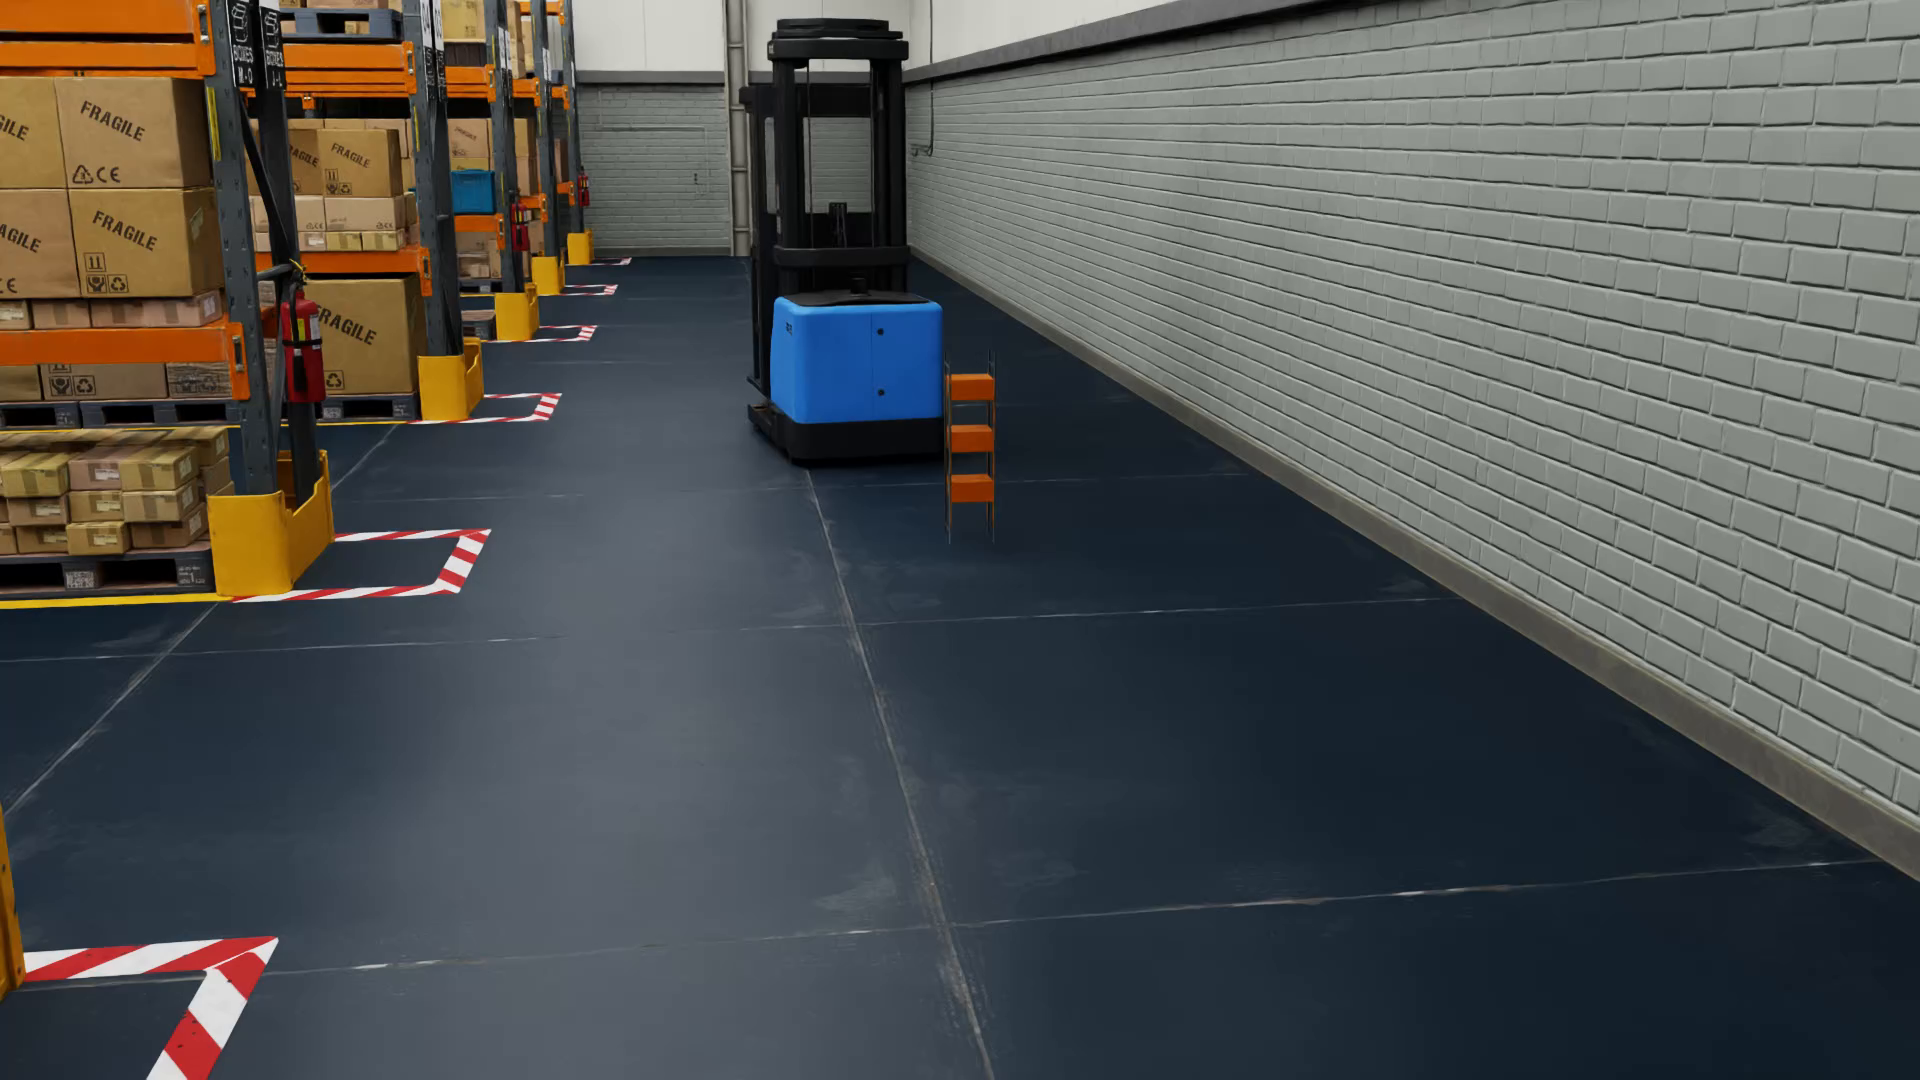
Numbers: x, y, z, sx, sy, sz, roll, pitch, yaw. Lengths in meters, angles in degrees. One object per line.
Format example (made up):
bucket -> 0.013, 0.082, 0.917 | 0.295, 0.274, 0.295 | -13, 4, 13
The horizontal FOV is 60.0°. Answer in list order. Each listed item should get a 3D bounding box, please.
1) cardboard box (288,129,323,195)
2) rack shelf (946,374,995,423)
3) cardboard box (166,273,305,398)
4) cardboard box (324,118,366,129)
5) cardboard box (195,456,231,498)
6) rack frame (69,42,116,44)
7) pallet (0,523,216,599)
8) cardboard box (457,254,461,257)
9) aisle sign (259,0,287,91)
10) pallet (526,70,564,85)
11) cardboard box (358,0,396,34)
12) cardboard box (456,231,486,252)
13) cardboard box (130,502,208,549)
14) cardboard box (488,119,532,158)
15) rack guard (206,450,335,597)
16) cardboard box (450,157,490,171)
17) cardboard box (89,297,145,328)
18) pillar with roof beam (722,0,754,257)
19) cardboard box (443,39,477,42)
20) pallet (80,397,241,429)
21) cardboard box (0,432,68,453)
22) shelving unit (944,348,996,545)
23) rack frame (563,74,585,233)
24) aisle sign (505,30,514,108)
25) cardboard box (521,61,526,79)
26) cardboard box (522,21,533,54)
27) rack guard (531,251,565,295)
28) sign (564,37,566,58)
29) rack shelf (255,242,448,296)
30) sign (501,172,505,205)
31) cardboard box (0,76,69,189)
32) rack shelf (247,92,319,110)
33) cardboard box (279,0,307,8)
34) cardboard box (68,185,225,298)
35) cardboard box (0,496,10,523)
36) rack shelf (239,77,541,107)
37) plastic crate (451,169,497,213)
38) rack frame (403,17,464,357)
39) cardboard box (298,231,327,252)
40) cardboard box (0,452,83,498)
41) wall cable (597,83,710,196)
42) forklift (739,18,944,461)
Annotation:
cardboard box -> -5.130, -2.986, 13.118 | 0.500, 0.500, 0.500 | -2, 14, -10
rack shelf -> 0.053, -0.776, 9.035 | 0.240, 0.259, 0.215 | -2, 14, -8
cardboard box -> -5.642, -1.619, 13.016 | 0.875, 0.875, 0.875 | -2, 14, -8
cardboard box -> -8.022, -5.280, 21.847 | 0.500, 0.500, 0.500 | -3, 14, -10
cardboard box -> -4.038, -0.333, 8.768 | 0.250, 0.149, 0.380 | -1, 14, -6
rack frame -> -8.814, -6.478, 16.552 | 0.127, 3.000, 1.000 | -2, 14, -8
pallet -> -4.366, 0.052, 8.582 | 1.213, 0.211, 1.003 | -2, 14, -8
cardboard box -> -7.162, -3.796, 22.942 | 0.500, 0.250, 0.500 | -2, 14, -8
aisle sign -> -3.454, -2.660, 8.320 | 0.004, 0.787, 0.394 | -2, 14, -8
pallet -> -7.067, -7.478, 26.891 | 1.213, 0.211, 1.003 | -2, 14, -8
cardboard box -> -7.592, -6.833, 21.874 | 0.500, 0.500, 0.700 | -2, 14, -8
cardboard box -> -8.004, -5.001, 27.273 | 0.500, 0.500, 0.700 | -3, 14, -10
cardboard box -> -3.971, -0.076, 8.357 | 0.250, 0.149, 0.380 | -2, 14, -7
cardboard box -> -5.992, -5.356, 22.150 | 0.500, 0.500, 0.500 | -2, 14, -9
rack guard -> -3.557, -0.110, 8.631 | 0.348, 0.500, 1.175 | -2, 14, -8
cardboard box -> -6.508, -4.852, 22.195 | 0.500, 0.500, 0.500 | -2, 14, -8
cardboard box -> -4.014, -1.123, 8.050 | 0.250, 0.149, 0.380 | -2, 14, -8
pillar with roof beam -> -3.152, -8.276, 23.723 | 0.400, 9.000, 9.100 | -2, 14, -8
cardboard box -> -6.557, -6.431, 21.813 | 0.500, 0.250, 0.500 | -2, 14, -8
pallet -> -6.104, -1.078, 13.085 | 1.213, 0.211, 1.003 | -2, 14, -8
cardboard box -> -4.806, -0.451, 8.627 | 0.250, 0.149, 0.380 | -3, 14, -11
shelving unit -> 0.053, -0.511, 9.102 | 0.252, 1.050, 0.215 | -2, 14, -8
rack frame -> -6.335, -6.096, 27.362 | 0.127, 3.000, 1.000 | -2, 14, -8
aisle sign -> -4.832, -5.048, 17.839 | 0.004, 0.787, 0.394 | -2, 14, -8
cardboard box -> -6.139, -6.329, 22.435 | 0.500, 0.250, 0.500 | -2, 14, -8
cardboard box -> -7.018, -8.002, 26.494 | 0.500, 0.500, 0.500 | -2, 14, -8
rack guard -> -5.668, -3.689, 22.905 | 0.348, 0.500, 1.175 | -2, 14, -8
sign -> -6.267, -7.811, 26.377 | 0.005, 0.325, 0.100 | -2, 14, -8
rack shelf -> -6.098, -2.100, 12.908 | 4.000, 0.370, 1.077 | -2, 14, -8
sign -> -4.761, -3.660, 17.315 | 0.005, 0.325, 0.100 | -2, 14, -8
cardboard box -> -4.398, -1.908, 7.790 | 0.500, 0.500, 0.500 | -3, 14, -10
rack shelf -> -12.268, -6.984, 26.218 | 4.000, 0.370, 1.077 | -2, 14, -8
cardboard box -> -5.201, -4.254, 12.577 | 0.500, 0.500, 0.700 | -3, 14, -10
cardboard box -> -3.888, -1.439, 7.978 | 0.500, 0.500, 0.500 | -2, 14, -7
cardboard box -> -4.756, -0.198, 8.230 | 0.250, 0.149, 0.380 | -2, 14, -9
rack shelf -> -7.571, -5.938, 22.045 | 4.000, 0.370, 1.077 | -2, 14, -8
plastic crate -> -5.162, -3.702, 17.621 | 0.499, 0.435, 0.616 | -2, 14, -8
rack frame -> -4.121, -2.521, 13.110 | 0.127, 3.000, 1.000 | -2, 14, -8
cardboard box -> -4.930, -2.289, 12.698 | 0.250, 0.149, 0.380 | -2, 14, -8
cardboard box -> -4.462, -0.319, 8.101 | 0.250, 0.149, 0.380 | -2, 14, -10
wall cable -> -5.209, -6.863, 28.331 | 1.851, 1.984, 0.084 | -2, 14, -8
forklift -> -0.994, -2.271, 12.252 | 1.130, 2.935, 3.031 | -4, 15, -15
